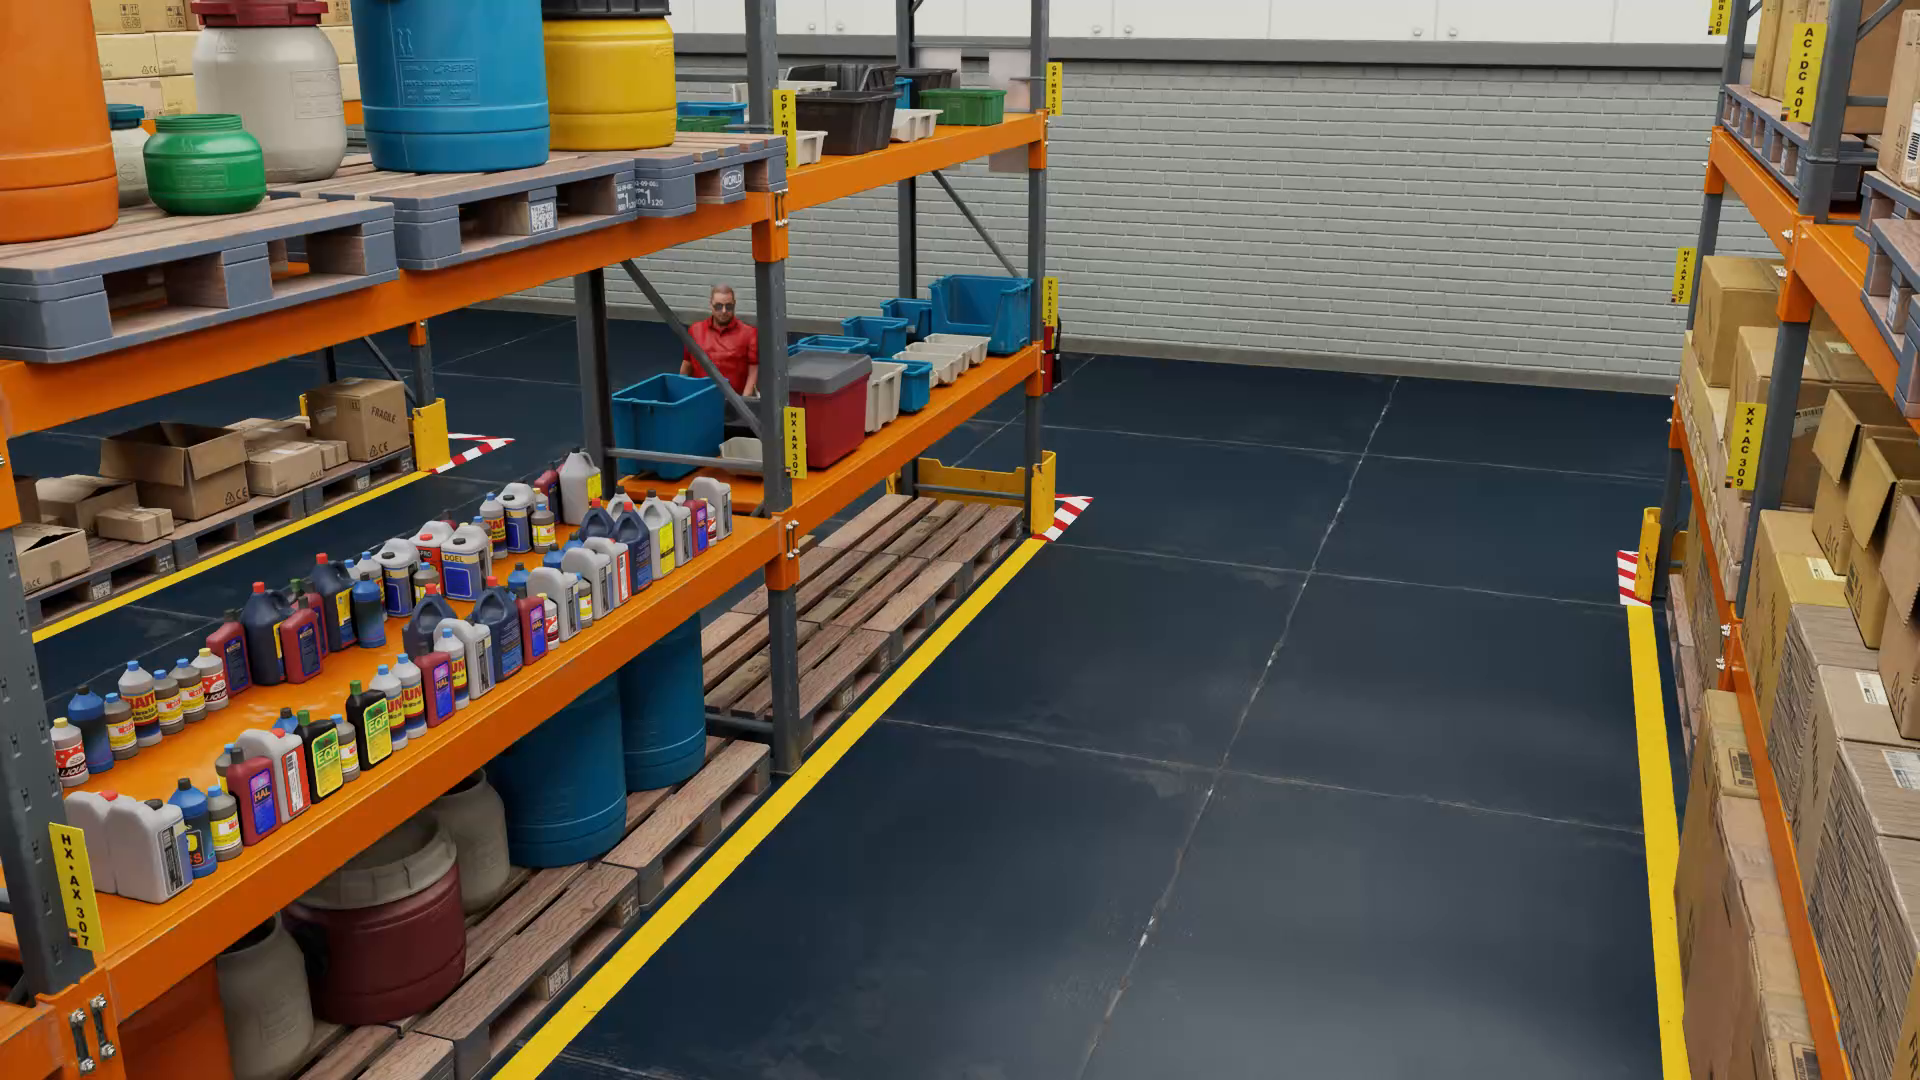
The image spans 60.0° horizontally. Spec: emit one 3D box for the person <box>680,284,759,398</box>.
[{"bbox_3d":[-1.644,-0.875,11.187,0.632,1.665,0.976,0,19,0],"label":"person"}]
